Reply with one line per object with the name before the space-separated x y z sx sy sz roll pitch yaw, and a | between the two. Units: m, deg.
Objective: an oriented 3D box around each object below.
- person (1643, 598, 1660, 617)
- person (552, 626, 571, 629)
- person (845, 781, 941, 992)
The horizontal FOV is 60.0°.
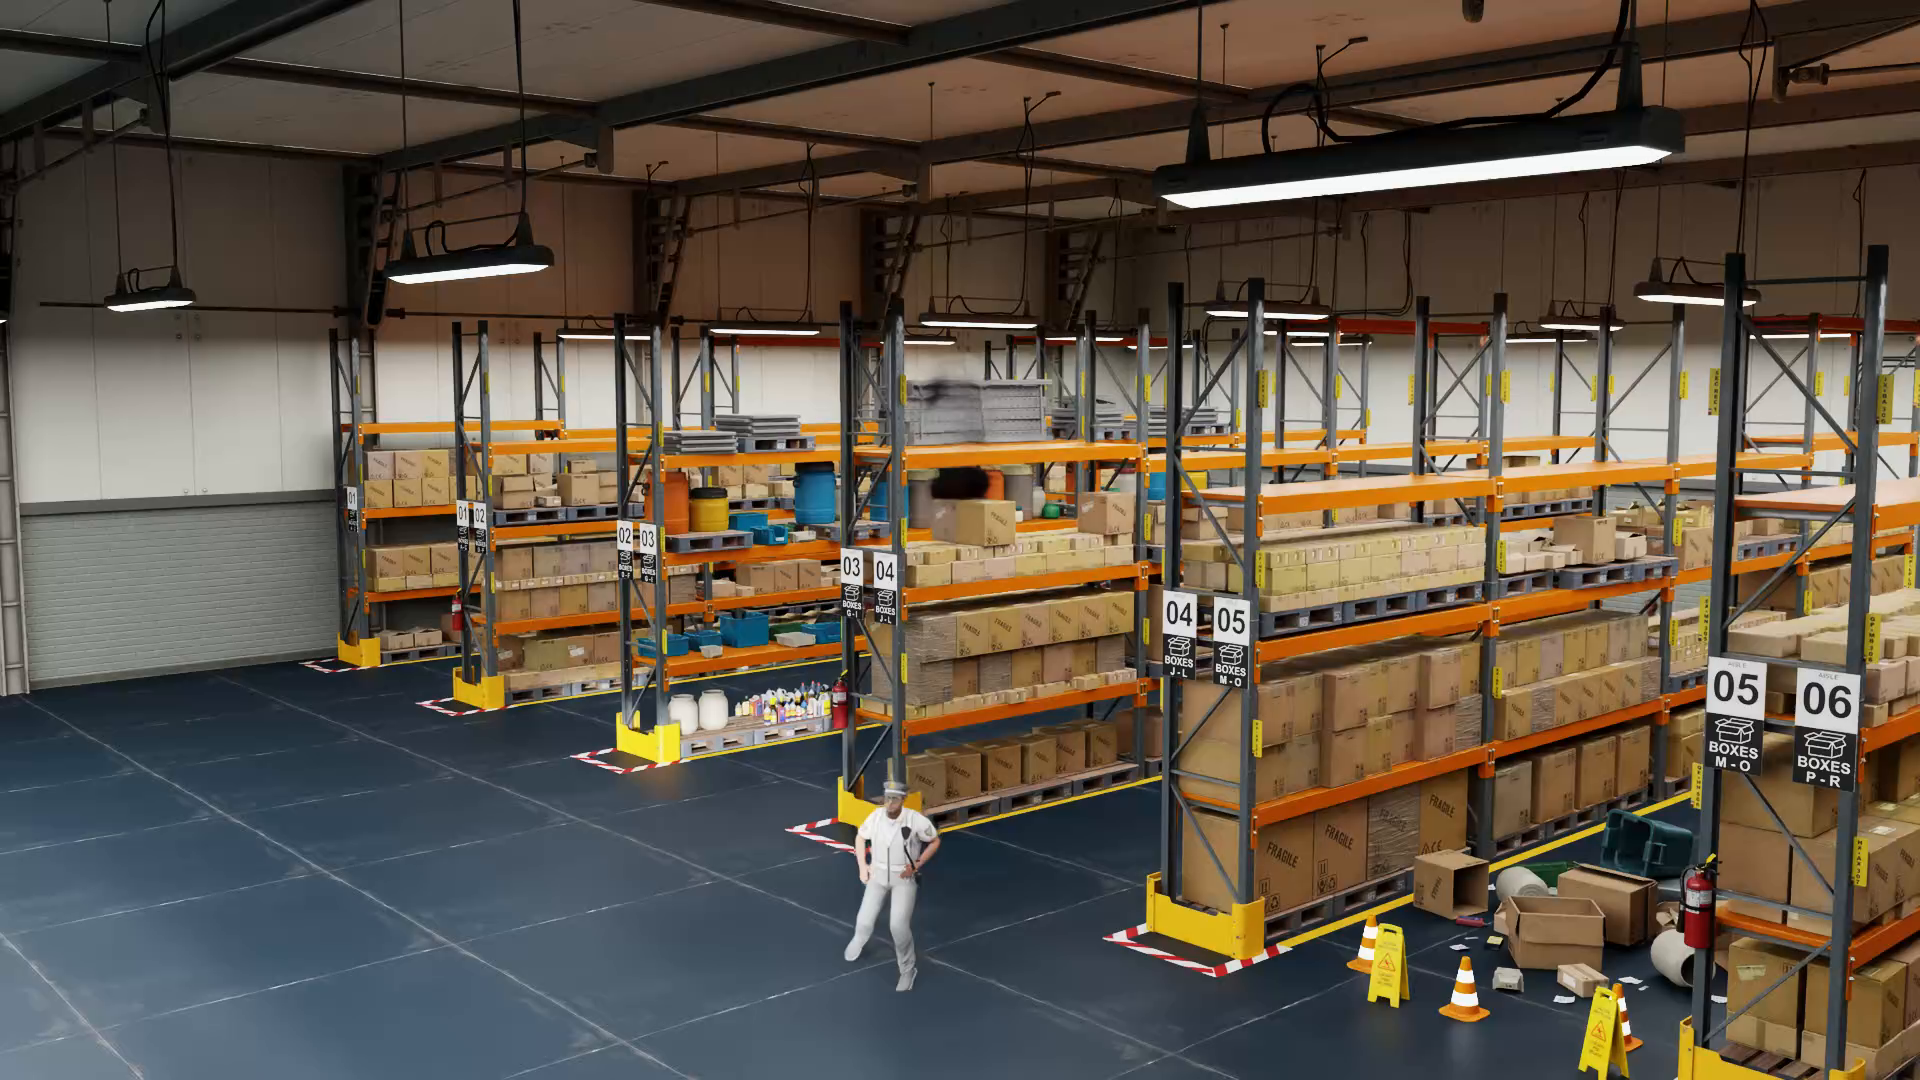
person | 11.028 1.730 26.701 0.505 1.592 0.662 4 7 34
person | -7.212 1.333 30.018 0.647 1.741 0.584 4 7 35
person | -0.613 2.915 14.300 0.897 1.788 0.736 1 6 13
